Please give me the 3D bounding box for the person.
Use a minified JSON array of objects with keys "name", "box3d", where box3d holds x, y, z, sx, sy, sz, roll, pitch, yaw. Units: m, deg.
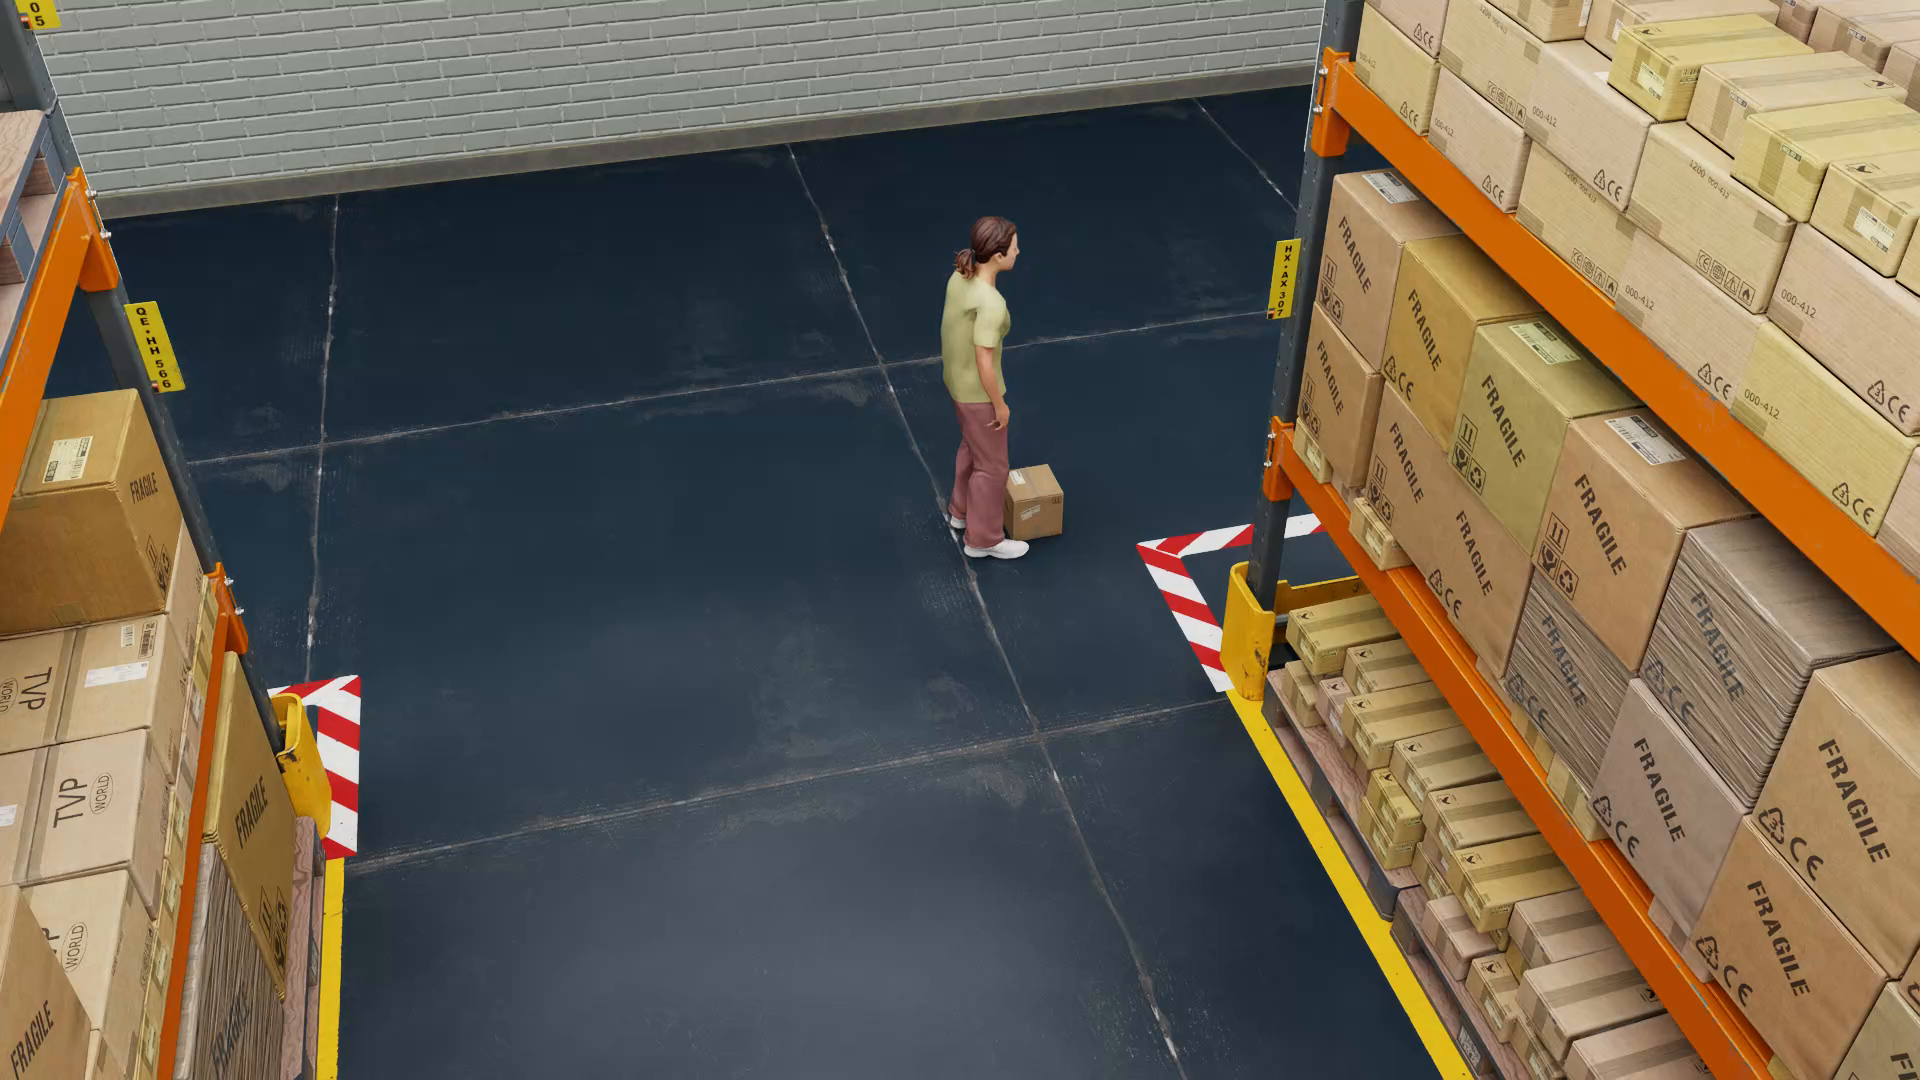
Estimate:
[{"name":"person","box3d":[0.103,-0.699,7.599,0.351,1.673,0.516,-10,40,-13]}]
